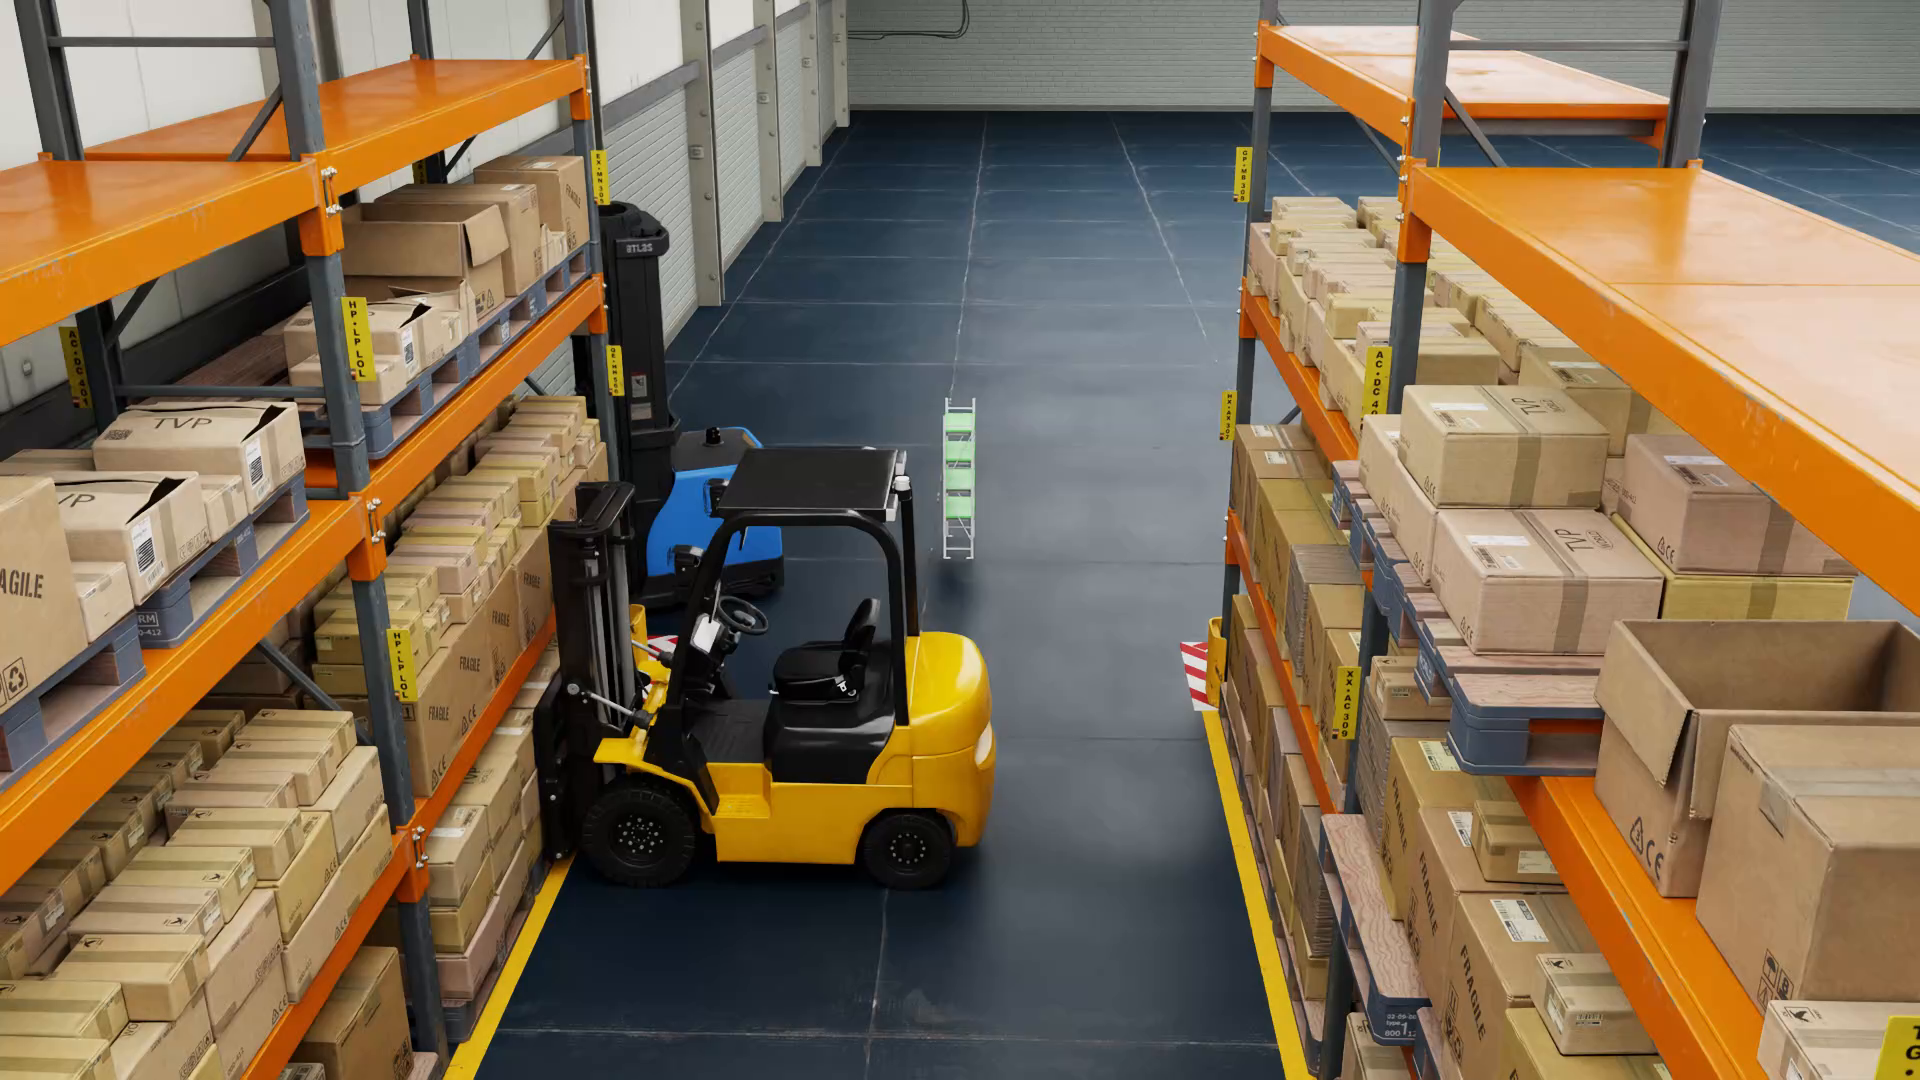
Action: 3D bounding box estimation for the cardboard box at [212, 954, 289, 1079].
[{"bbox_3d":[-2.652,1.634,5.672,0.500,0.250,0.500,1,21,2],"label":"cardboard box"}]

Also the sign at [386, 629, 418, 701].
[{"bbox_3d":[-2.300,0.518,6.851,0.100,0.325,0.005,1,21,2],"label":"sign"}]

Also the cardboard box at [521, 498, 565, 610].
[{"bbox_3d":[-2.514,0.079,9.335,0.500,0.500,0.500,0,21,1],"label":"cardboard box"}]

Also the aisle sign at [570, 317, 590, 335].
[{"bbox_3d":[-2.426,-1.661,10.362,0.394,0.787,0.004,1,21,2],"label":"aisle sign"}]

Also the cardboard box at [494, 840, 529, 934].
[{"bbox_3d":[-2.497,1.749,8.389,0.500,0.250,0.500,0,21,0],"label":"cardboard box"}]

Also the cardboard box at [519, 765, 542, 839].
[{"bbox_3d":[-2.479,1.336,8.763,0.500,0.250,0.500,0,21,1],"label":"cardboard box"}]

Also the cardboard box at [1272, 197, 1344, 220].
[{"bbox_3d":[2.026,-1.902,9.675,0.380,0.149,0.250,0,21,1],"label":"cardboard box"}]

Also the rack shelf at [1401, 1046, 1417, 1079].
[{"bbox_3d":[2.058,2.130,5.181,1.077,0.370,4.000,1,21,2],"label":"rack shelf"}]

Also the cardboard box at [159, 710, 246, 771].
[{"bbox_3d":[-3.068,0.794,6.595,0.380,0.149,0.250,0,21,0],"label":"cardboard box"}]

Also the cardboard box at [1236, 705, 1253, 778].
[{"bbox_3d":[1.916,1.184,9.844,0.500,0.250,0.500,1,21,4],"label":"cardboard box"}]

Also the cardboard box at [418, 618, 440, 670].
[{"bbox_3d":[-2.564,0.463,7.448,0.380,0.149,0.250,1,21,3],"label":"cardboard box"}]

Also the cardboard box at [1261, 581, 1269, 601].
[{"bbox_3d":[1.912,0.234,9.419,0.380,0.149,0.250,1,21,3],"label":"cardboard box"}]

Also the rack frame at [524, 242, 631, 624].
[{"bbox_3d":[-2.721,-0.428,10.780,1.000,3.000,0.127,1,21,2],"label":"rack frame"}]

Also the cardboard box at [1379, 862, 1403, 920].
[{"bbox_3d":[1.770,1.279,6.146,0.380,0.149,0.250,1,21,3],"label":"cardboard box"}]

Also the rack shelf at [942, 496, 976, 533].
[{"bbox_3d":[-0.005,-0.216,13.561,0.258,0.148,0.480,1,21,2],"label":"rack shelf"}]

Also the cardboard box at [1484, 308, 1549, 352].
[{"bbox_3d":[2.450,-0.882,7.047,0.380,0.149,0.250,0,21,0],"label":"cardboard box"}]

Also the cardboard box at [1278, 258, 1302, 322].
[{"bbox_3d":[1.943,-1.294,8.661,0.500,0.250,0.500,1,21,3],"label":"cardboard box"}]

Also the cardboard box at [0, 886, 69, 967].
[{"bbox_3d":[-3.160,1.254,5.409,0.380,0.149,0.250,0,21,1],"label":"cardboard box"}]

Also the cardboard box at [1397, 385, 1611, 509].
[{"bbox_3d":[1.695,-0.299,5.235,0.500,0.250,0.500,0,21,0],"label":"cardboard box"}]

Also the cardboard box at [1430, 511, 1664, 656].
[{"bbox_3d":[1.693,0.119,4.848,0.500,0.250,0.500,0,21,1],"label":"cardboard box"}]

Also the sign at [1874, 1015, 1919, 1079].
[{"bbox_3d":[1.455,0.871,2.569,0.100,0.325,0.005,1,21,2],"label":"sign"}]

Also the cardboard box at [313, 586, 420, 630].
[{"bbox_3d":[-2.637,0.322,7.398,0.380,0.149,0.250,1,21,2],"label":"cardboard box"}]

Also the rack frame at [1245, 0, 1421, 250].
[{"bbox_3d":[2.240,-3.172,9.557,1.000,3.000,0.127,1,21,2],"label":"rack frame"}]

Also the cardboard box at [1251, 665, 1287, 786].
[{"bbox_3d":[1.904,1.029,9.207,0.500,0.500,0.500,1,21,3],"label":"cardboard box"}]

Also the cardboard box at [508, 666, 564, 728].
[{"bbox_3d":[-2.461,0.912,9.164,0.500,0.250,0.500,0,21,1],"label":"cardboard box"}]

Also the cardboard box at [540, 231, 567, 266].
[{"bbox_3d":[-2.443,-1.649,9.408,0.380,0.149,0.250,0,21,0],"label":"cardboard box"}]

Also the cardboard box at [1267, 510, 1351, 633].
[{"bbox_3d":[1.915,0.163,8.705,0.500,0.500,0.500,0,21,1],"label":"cardboard box"}]

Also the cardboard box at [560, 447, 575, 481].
[{"bbox_3d":[-2.499,-0.463,9.834,0.380,0.149,0.250,1,21,3],"label":"cardboard box"}]

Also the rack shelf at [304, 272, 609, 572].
[{"bbox_3d":[-2.782,-0.768,8.503,1.077,0.370,4.000,1,21,2],"label":"rack shelf"}]

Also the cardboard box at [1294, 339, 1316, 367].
[{"bbox_3d":[1.903,-0.977,8.394,0.380,0.149,0.250,0,21,0],"label":"cardboard box"}]

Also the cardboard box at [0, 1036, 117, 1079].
[{"bbox_3d":[-2.632,1.536,4.681,0.380,0.149,0.250,1,21,3],"label":"cardboard box"}]

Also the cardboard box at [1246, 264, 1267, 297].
[{"bbox_3d":[1.906,-1.540,9.845,0.380,0.149,0.250,1,21,2],"label":"cardboard box"}]

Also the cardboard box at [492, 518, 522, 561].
[{"bbox_3d":[-2.503,-0.002,8.647,0.380,0.149,0.250,0,21,1],"label":"cardboard box"}]

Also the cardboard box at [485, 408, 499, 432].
[{"bbox_3d":[-3.016,-0.701,10.037,0.380,0.149,0.250,1,21,3],"label":"cardboard box"}]

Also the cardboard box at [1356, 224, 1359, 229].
[{"bbox_3d":[2.494,-1.654,9.588,0.500,0.250,0.500,0,21,1],"label":"cardboard box"}]

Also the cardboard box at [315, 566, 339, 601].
[{"bbox_3d":[-3.091,0.225,7.649,0.380,0.149,0.250,0,21,1],"label":"cardboard box"}]

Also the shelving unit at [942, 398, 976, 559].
[{"bbox_3d":[-0.005,-0.500,13.451,0.258,1.200,0.503,1,21,2],"label":"shelving unit"}]

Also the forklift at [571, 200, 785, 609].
[{"bbox_3d":[-2.912,-0.919,12.139,3.031,2.935,1.130,-8,23,-20],"label":"forklift"}]

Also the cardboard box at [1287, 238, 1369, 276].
[{"bbox_3d":[1.881,-1.447,8.502,0.380,0.149,0.250,1,21,3],"label":"cardboard box"}]

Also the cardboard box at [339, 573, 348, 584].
[{"bbox_3d":[-3.131,0.269,7.947,0.380,0.149,0.250,1,21,2],"label":"cardboard box"}]

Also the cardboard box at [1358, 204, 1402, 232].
[{"bbox_3d":[2.479,-1.810,9.438,0.380,0.149,0.250,1,21,3],"label":"cardboard box"}]

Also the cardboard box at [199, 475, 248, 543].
[{"bbox_3d":[-2.573,-0.105,5.428,0.380,0.149,0.250,1,21,1],"label":"cardboard box"}]

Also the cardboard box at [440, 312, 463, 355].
[{"bbox_3d":[-2.502,-0.943,7.587,0.380,0.149,0.250,1,21,3],"label":"cardboard box"}]

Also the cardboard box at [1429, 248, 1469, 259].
[{"bbox_3d":[2.512,-1.348,8.247,0.380,0.149,0.250,1,21,3],"label":"cardboard box"}]

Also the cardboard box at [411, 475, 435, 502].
[{"bbox_3d":[-3.021,-0.238,8.843,0.380,0.149,0.250,1,21,2],"label":"cardboard box"}]

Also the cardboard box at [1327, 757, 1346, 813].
[{"bbox_3d":[1.824,1.069,7.268,0.380,0.149,0.250,0,21,1],"label":"cardboard box"}]

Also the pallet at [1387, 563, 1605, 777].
[{"bbox_3d":[1.965,0.357,4.867,1.213,0.211,1.003,1,21,2],"label":"pallet"}]

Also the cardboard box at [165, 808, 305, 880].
[{"bbox_3d":[-2.557,1.073,5.876,0.380,0.149,0.250,0,21,0],"label":"cardboard box"}]

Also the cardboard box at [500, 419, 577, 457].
[{"bbox_3d":[-2.479,-0.600,9.775,0.380,0.149,0.250,1,21,3],"label":"cardboard box"}]

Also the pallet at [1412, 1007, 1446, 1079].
[{"bbox_3d":[2.016,1.891,5.068,1.003,0.211,1.213,1,21,2],"label":"pallet"}]

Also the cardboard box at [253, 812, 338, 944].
[{"bbox_3d":[-2.611,1.221,6.044,0.500,0.250,0.500,0,21,0],"label":"cardboard box"}]

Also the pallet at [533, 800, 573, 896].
[{"bbox_3d":[-2.742,1.589,9.436,1.003,0.211,1.213,1,21,2],"label":"pallet"}]

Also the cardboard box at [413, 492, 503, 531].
[{"bbox_3d":[-2.587,-0.139,8.587,0.380,0.149,0.250,1,21,2],"label":"cardboard box"}]

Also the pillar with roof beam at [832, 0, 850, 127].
[{"bbox_3d":[1.572,-13.783,36.904,9.100,9.000,0.400,1,21,2],"label":"pillar with roof beam"}]

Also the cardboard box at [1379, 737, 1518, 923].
[{"bbox_3d":[1.803,1.038,5.871,0.500,0.500,0.500,1,21,2],"label":"cardboard box"}]

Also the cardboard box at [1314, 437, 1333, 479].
[{"bbox_3d":[2.420,-0.656,9.436,0.700,0.500,0.500,1,21,2],"label":"cardboard box"}]

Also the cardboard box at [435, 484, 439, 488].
[{"bbox_3d":[-3.096,-0.291,9.390,0.380,0.149,0.250,1,21,2],"label":"cardboard box"}]

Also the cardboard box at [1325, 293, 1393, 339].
[{"bbox_3d":[1.815,-0.982,7.305,0.380,0.149,0.250,1,21,3],"label":"cardboard box"}]

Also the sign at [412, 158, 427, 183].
[{"bbox_3d":[-3.276,-2.279,10.086,0.100,0.325,0.005,1,21,2],"label":"sign"}]

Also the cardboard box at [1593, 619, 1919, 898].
[{"bbox_3d":[2.015,0.519,4.048,0.797,0.503,0.637,1,21,2],"label":"cardboard box"}]
